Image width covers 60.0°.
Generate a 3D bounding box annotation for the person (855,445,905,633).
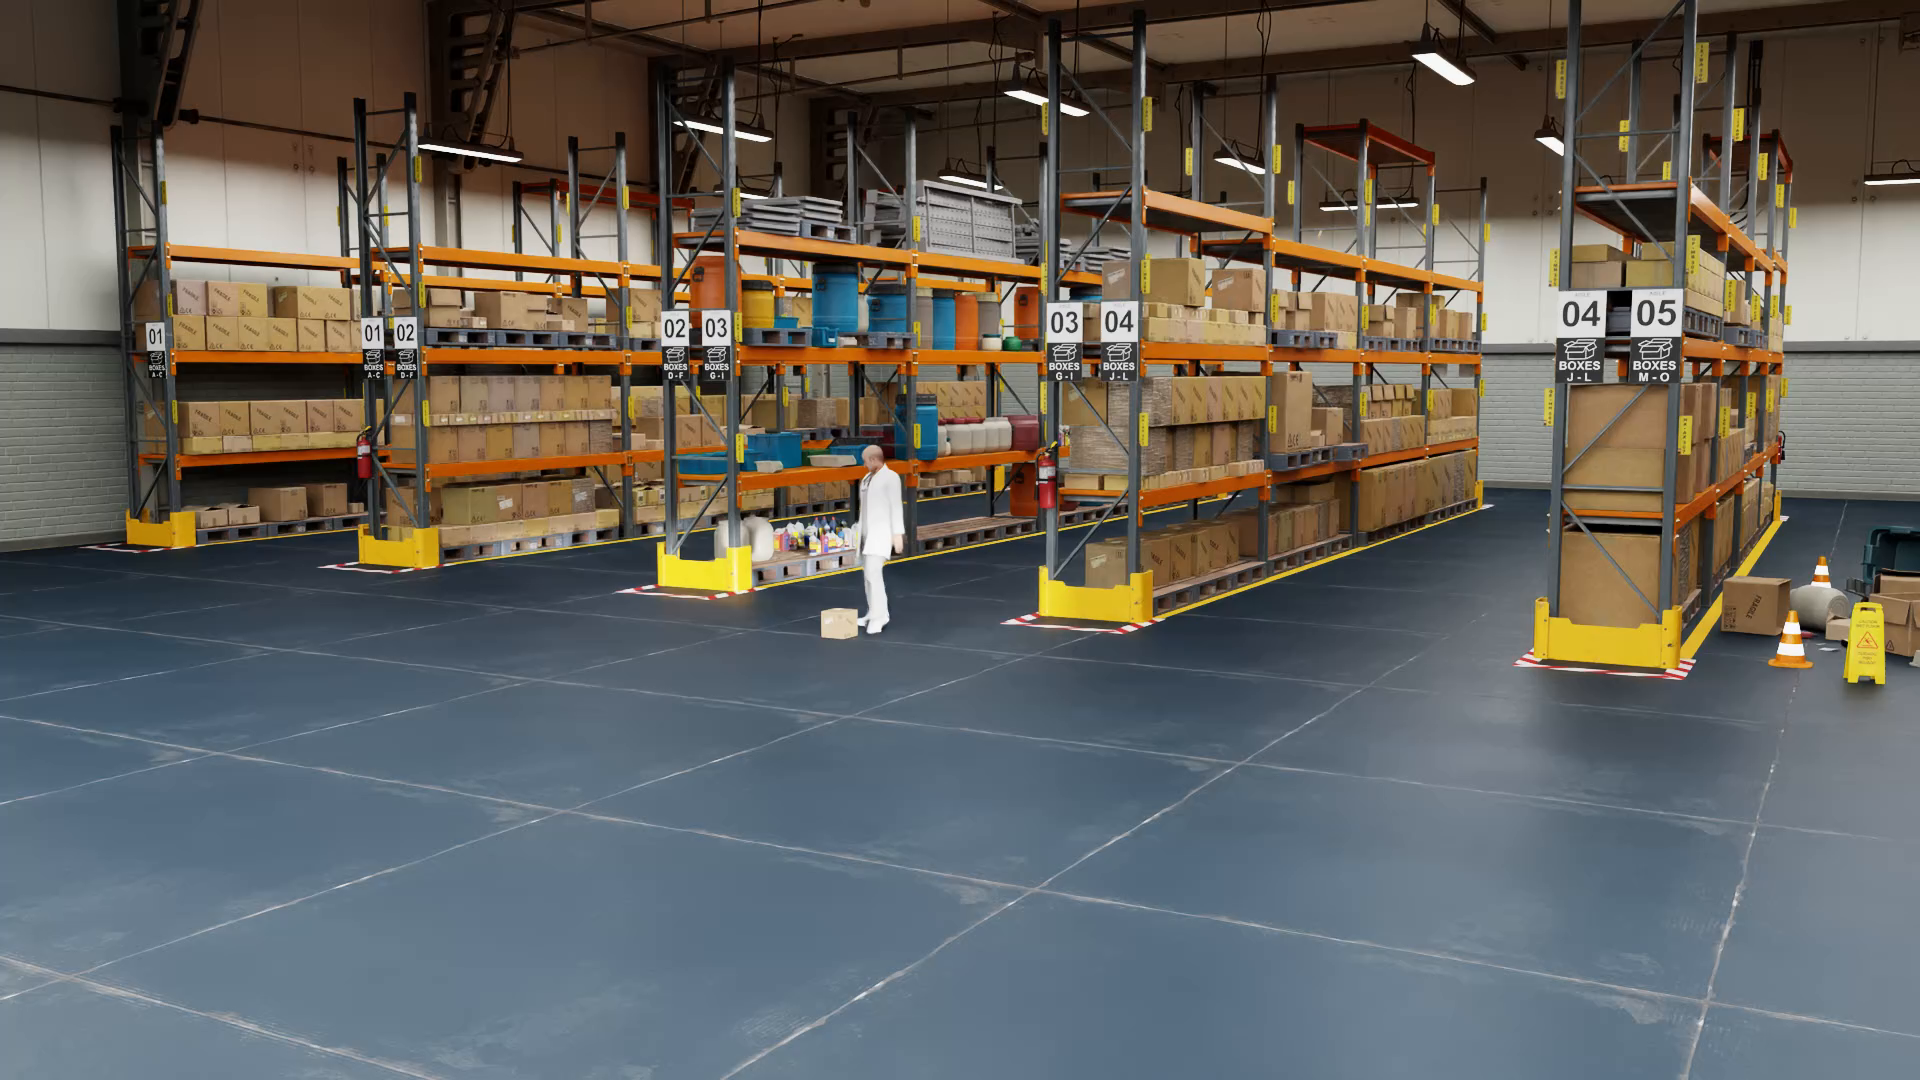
[{"bbox_3d":[-0.846,-0.002,16.229,0.428,1.848,0.621,-4,7,-35],"label":"person"}]
